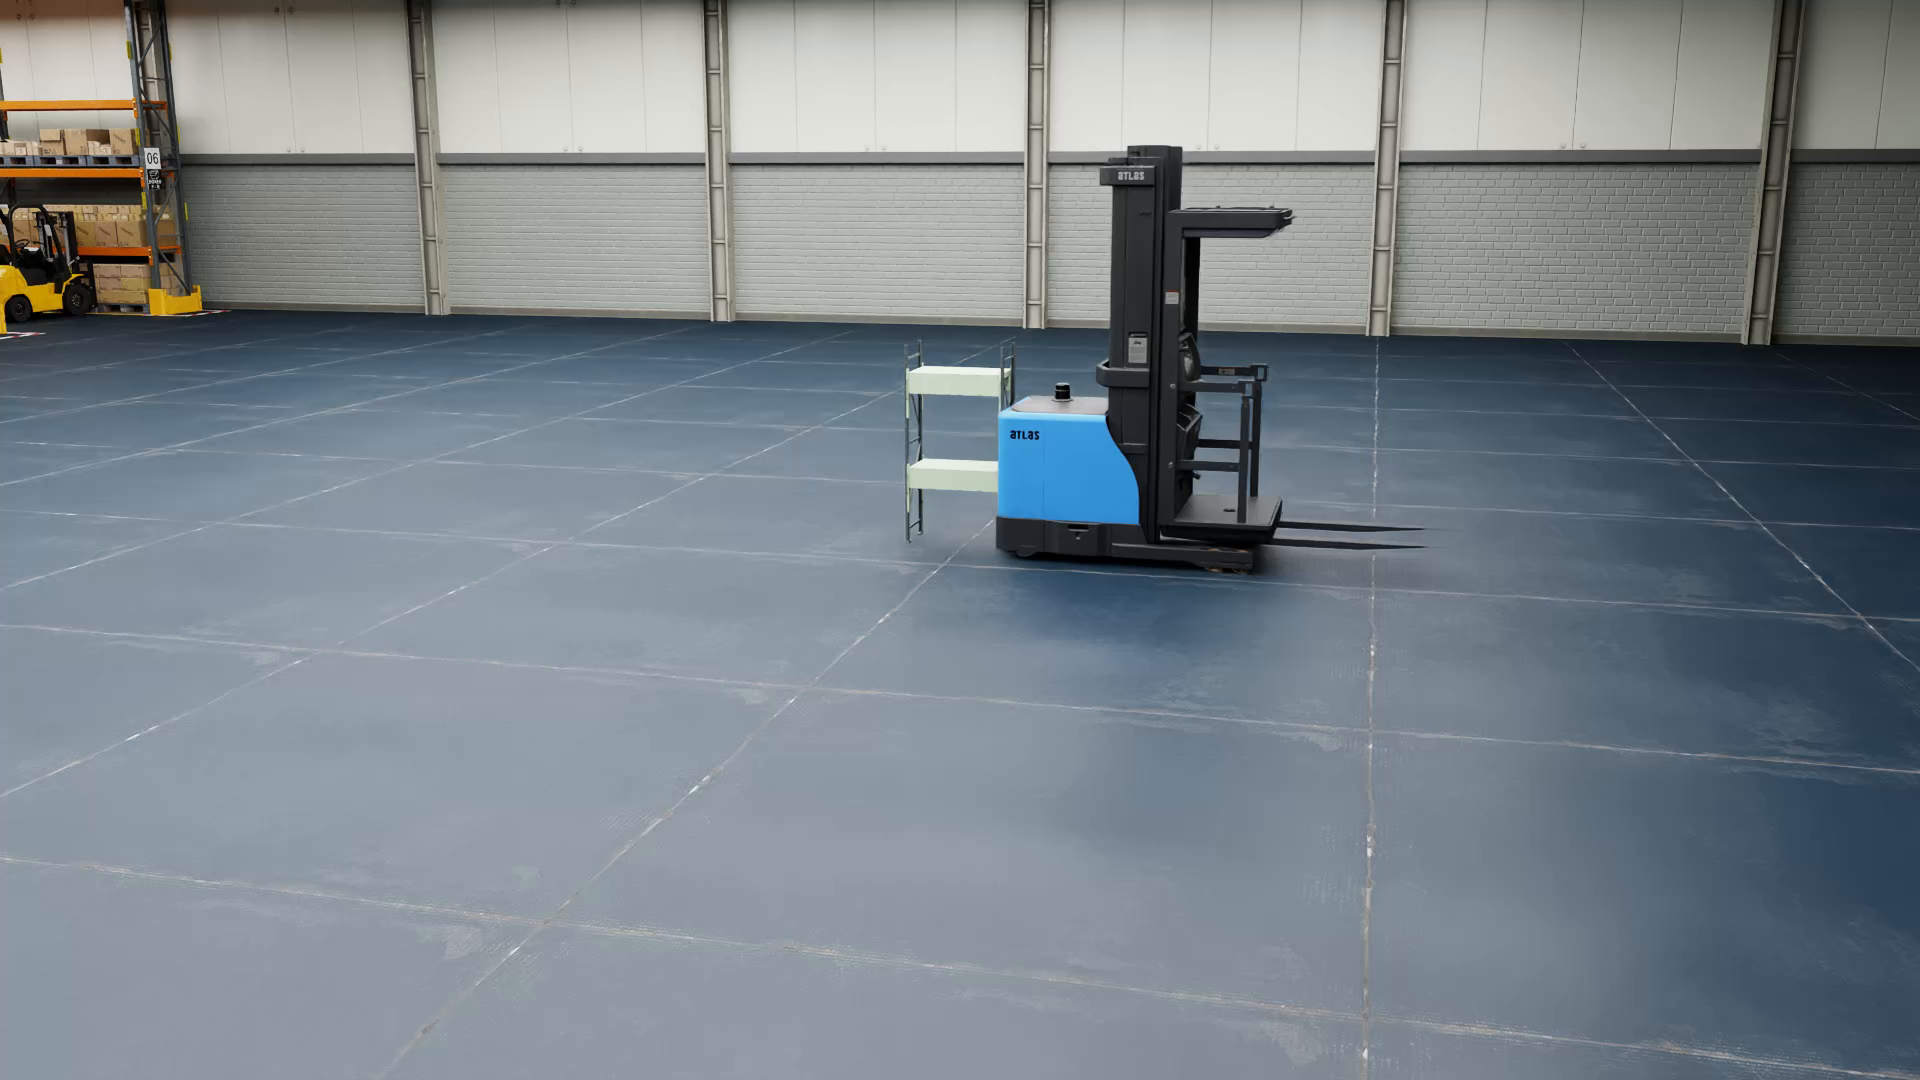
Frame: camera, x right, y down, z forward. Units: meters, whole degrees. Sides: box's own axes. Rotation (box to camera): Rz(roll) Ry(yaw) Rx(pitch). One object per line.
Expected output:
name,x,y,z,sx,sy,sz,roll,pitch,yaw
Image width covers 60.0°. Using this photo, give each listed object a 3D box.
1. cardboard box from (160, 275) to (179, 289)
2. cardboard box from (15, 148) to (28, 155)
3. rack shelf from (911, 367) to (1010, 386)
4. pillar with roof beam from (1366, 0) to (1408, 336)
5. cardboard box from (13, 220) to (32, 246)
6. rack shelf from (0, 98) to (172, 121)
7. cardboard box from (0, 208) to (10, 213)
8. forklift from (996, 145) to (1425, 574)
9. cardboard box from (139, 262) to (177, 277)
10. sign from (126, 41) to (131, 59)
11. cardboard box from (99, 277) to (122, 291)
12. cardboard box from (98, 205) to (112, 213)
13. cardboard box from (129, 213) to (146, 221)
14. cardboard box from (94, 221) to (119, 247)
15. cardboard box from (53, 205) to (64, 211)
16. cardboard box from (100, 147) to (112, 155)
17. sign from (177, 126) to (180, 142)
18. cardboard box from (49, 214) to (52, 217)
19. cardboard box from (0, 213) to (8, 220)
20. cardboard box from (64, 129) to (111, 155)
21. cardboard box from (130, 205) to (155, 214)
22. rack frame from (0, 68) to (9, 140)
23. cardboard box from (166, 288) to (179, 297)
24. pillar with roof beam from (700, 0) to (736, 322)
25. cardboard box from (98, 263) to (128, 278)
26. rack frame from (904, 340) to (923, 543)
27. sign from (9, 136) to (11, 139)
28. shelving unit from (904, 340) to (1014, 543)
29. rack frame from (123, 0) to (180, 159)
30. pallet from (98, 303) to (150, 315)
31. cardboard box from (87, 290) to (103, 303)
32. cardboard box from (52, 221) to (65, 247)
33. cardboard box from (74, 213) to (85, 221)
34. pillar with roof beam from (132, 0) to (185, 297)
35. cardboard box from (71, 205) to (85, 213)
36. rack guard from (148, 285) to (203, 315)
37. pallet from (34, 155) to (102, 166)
cardboard box,-16.065,-5.181,33.384,0.500,0.250,0.500,3,13,15
cardboard box,-18.432,-7.682,32.888,0.250,0.149,0.380,3,13,15
rack shelf,0.002,-1.209,12.465,0.686,0.124,0.368,3,13,14
pillar with roof beam,6.151,-7.010,23.552,0.400,9.000,9.100,3,13,14
cardboard box,-18.664,-6.161,33.346,0.500,0.500,0.500,3,13,15
rack shelf,-17.600,-8.492,32.818,4.000,0.370,1.077,3,13,14
cardboard box,-19.023,-6.654,33.386,0.250,0.149,0.380,3,13,14
forklift,1.836,-1.320,11.917,3.031,2.935,1.130,3,13,14
cardboard box,-16.079,-5.421,33.314,0.500,0.250,0.500,3,13,13
sign,-15.802,-9.316,31.608,0.005,0.325,0.100,3,13,14
cardboard box,-16.690,-5.100,33.022,0.500,0.250,0.500,3,13,13
cardboard box,-16.788,-6.534,32.842,0.250,0.149,0.380,3,13,14
cardboard box,-16.062,-6.330,32.613,0.250,0.149,0.380,3,13,14
cardboard box,-16.700,-6.054,32.864,0.500,0.500,0.500,3,13,15
cardboard box,-17.787,-6.586,33.078,0.250,0.149,0.380,3,13,14
cardboard box,-16.535,-7.581,32.431,0.250,0.149,0.380,3,13,12
sign,-15.519,-8.052,32.975,0.005,0.325,0.100,3,13,14
cardboard box,-18.059,-6.435,33.083,0.250,0.149,0.380,3,13,12
cardboard box,-19.043,-6.494,33.350,0.250,0.149,0.380,3,13,15
cardboard box,-17.117,-7.819,32.694,0.500,0.500,0.700,3,13,14
cardboard box,-16.056,-6.491,32.649,0.250,0.149,0.380,3,13,14
rack frame,-19.541,-9.142,33.164,0.127,3.000,1.000,3,13,14
cardboard box,-16.577,-5.768,33.406,1.525,1.888,0.565,3,13,14
pillar with roof beam,-5.499,-7.632,26.359,0.400,9.000,9.100,3,13,14
cardboard box,-16.677,-5.340,32.949,0.500,0.250,0.500,3,13,15
rack frame,-0.353,-0.752,12.661,0.023,1.500,0.400,3,13,14
sign,-26.503,-8.071,29.939,11.899,2.034,11.111,3,13,14
shelving unit,-0.002,-0.732,12.572,0.748,1.500,0.431,3,13,14
rack frame,-15.658,-8.935,32.229,0.127,3.000,1.000,3,13,14
pallet,-16.410,-4.676,33.320,1.213,0.211,1.003,3,13,14
cardboard box,-17.154,-4.882,33.192,0.500,0.250,0.500,3,13,14
cardboard box,-17.688,-6.104,33.091,0.500,0.500,0.500,3,13,14
cardboard box,-17.313,-6.392,32.890,0.255,0.149,0.383,3,13,15
pillar with roof beam,-17.149,-8.255,29.166,0.548,9.000,9.100,3,13,14
cardboard box,-17.319,-6.536,32.853,0.250,0.149,0.380,3,13,15
rack guard,-15.635,-4.784,33.144,0.348,0.500,1.175,3,13,14
pallet,-17.526,-7.532,33.037,1.213,0.211,1.003,3,13,14
